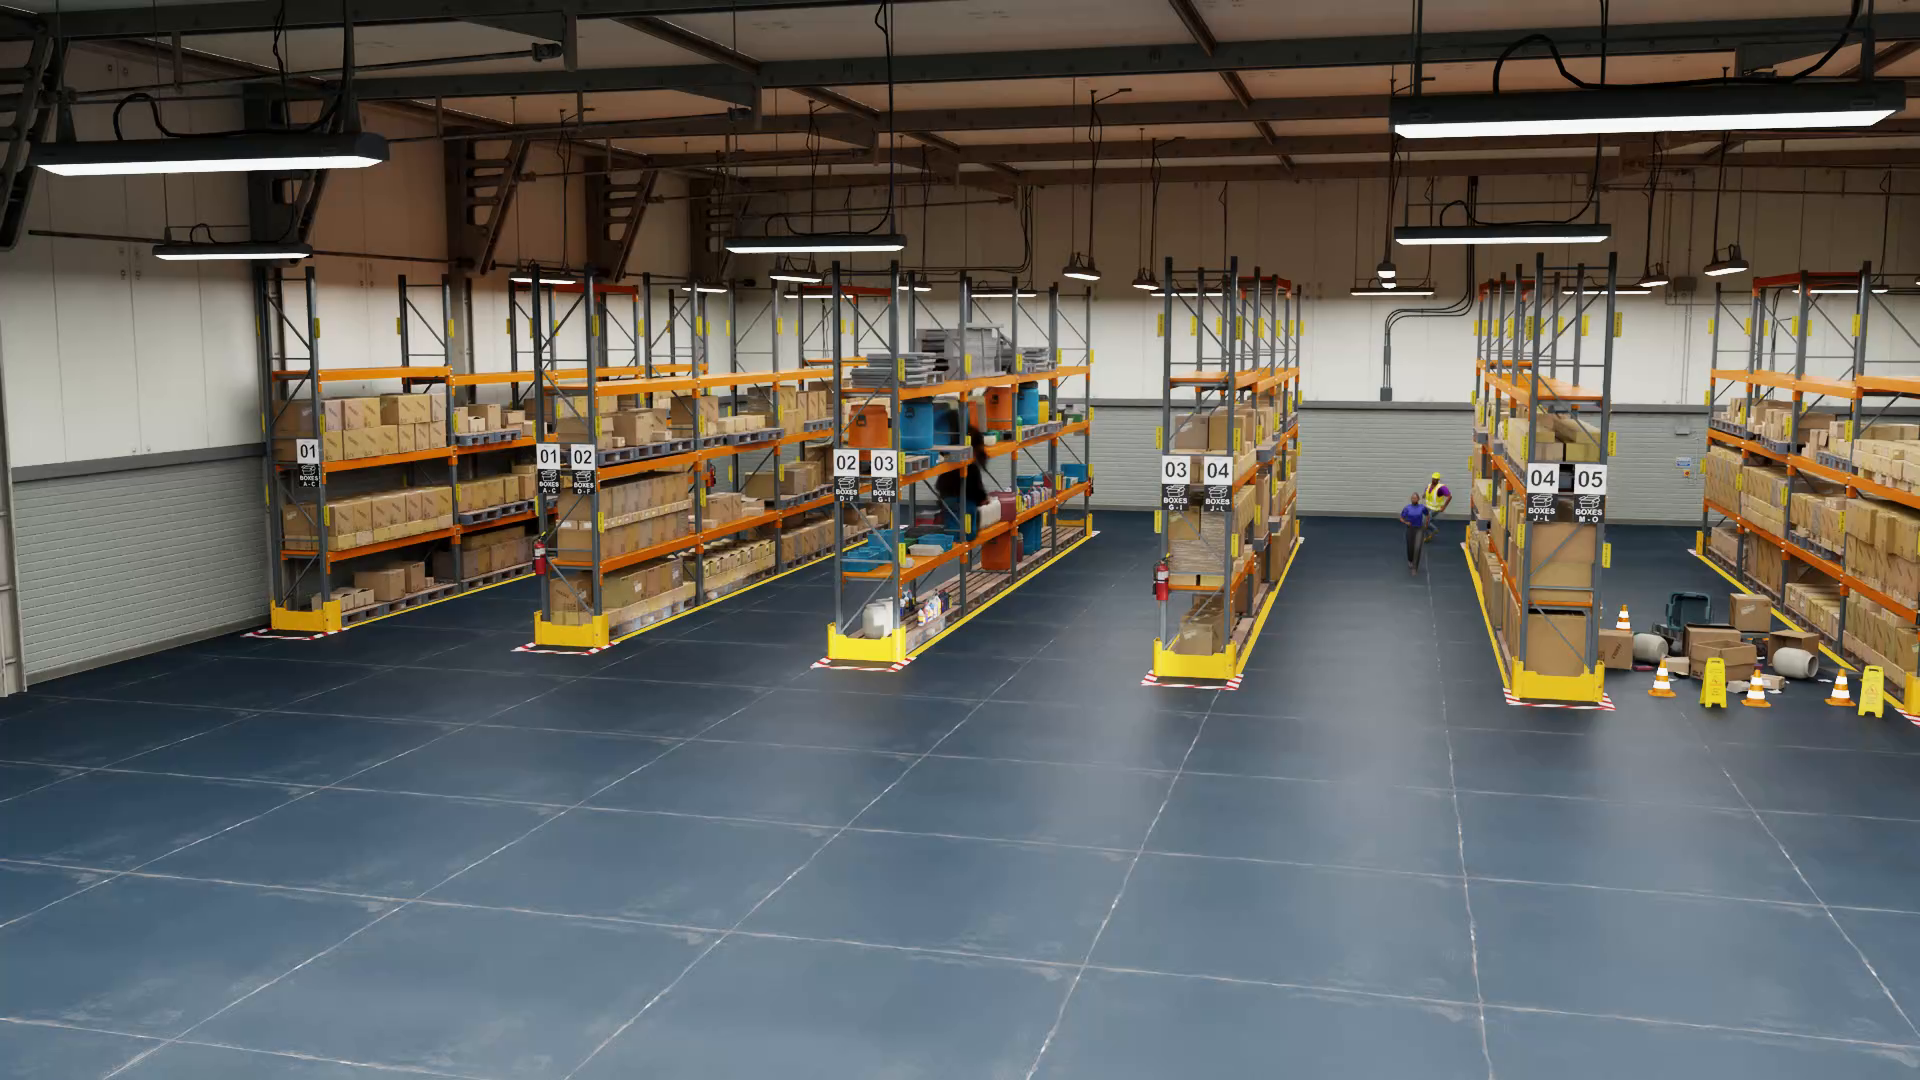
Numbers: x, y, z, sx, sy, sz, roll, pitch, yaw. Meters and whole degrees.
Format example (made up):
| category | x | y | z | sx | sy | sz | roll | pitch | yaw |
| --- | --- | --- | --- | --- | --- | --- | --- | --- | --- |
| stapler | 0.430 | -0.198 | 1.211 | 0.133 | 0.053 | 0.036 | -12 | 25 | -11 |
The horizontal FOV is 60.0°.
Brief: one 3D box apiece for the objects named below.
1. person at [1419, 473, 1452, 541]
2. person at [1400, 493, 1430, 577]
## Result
| category | x | y | z | sx | sy | sz | roll | pitch | yaw |
| --- | --- | --- | --- | --- | --- | --- | --- | --- | --- |
| person | 11.080 | -0.759 | 39.000 | 0.525 | 1.664 | 0.799 | -3 | 8 | -25 |
| person | 9.300 | -0.127 | 34.053 | 0.589 | 1.664 | 0.923 | 2 | 8 | 17 |
